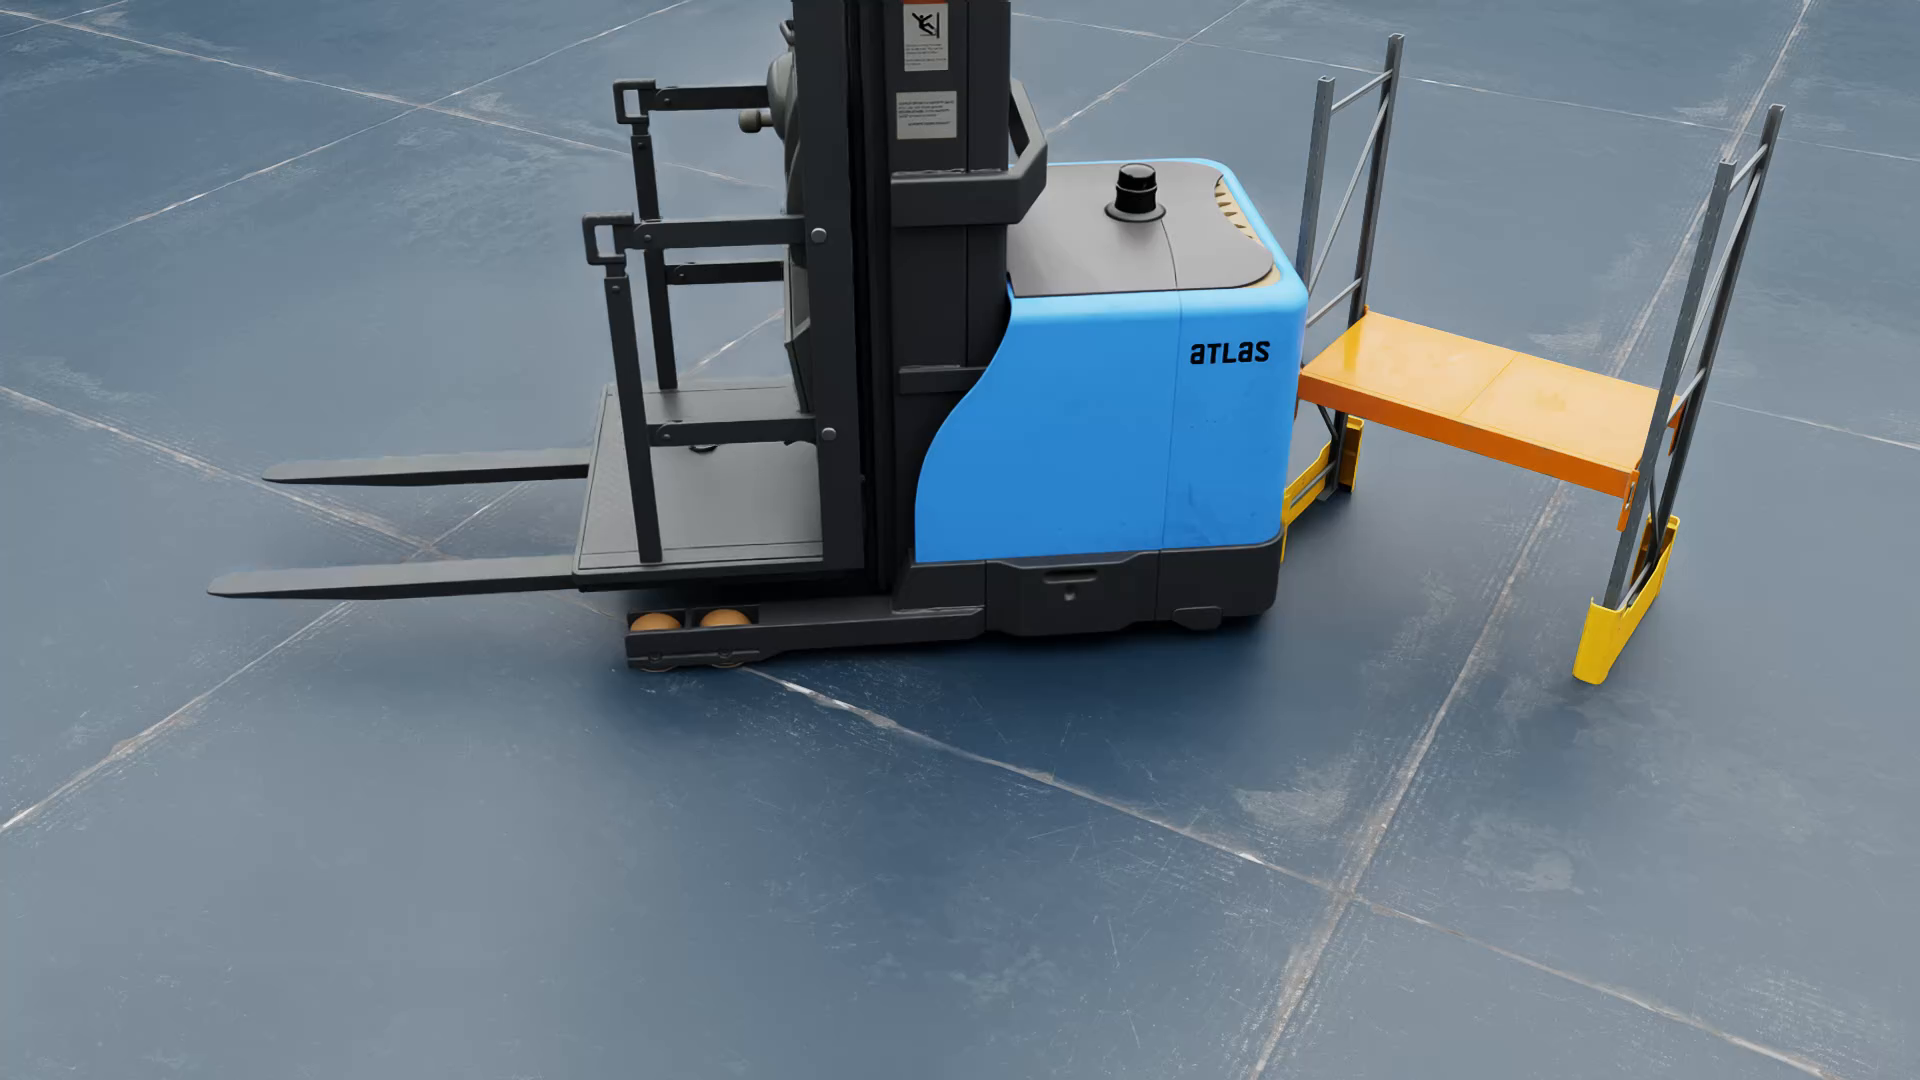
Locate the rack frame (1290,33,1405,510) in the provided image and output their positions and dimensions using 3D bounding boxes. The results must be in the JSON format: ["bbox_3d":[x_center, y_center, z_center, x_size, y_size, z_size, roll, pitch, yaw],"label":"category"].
[{"bbox_3d":[1.094,-0.689,4.931,0.032,1.500,0.500,22,39,29],"label":"rack frame"}]

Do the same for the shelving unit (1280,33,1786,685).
[{"bbox_3d":[1.515,-0.522,4.680,1.083,1.500,0.587,22,39,29],"label":"shelving unit"}]

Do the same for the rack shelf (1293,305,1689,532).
[{"bbox_3d":[1.508,-0.375,4.785,1.000,0.185,0.538,22,39,29],"label":"rack shelf"}]

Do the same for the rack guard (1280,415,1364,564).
[{"bbox_3d":[1.110,-0.162,5.268,0.087,0.250,0.587,22,39,29],"label":"rack guard"}]

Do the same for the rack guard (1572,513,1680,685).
[{"bbox_3d":[1.920,0.159,4.785,0.087,0.250,0.587,22,39,29],"label":"rack guard"}]

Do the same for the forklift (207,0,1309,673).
[{"bbox_3d":[-0.624,-1.154,4.339,3.031,2.935,1.130,-3,34,-5],"label":"forklift"}]

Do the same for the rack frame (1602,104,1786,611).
[{"bbox_3d":[1.921,-0.361,4.438,0.032,1.500,0.500,22,39,29],"label":"rack frame"}]
